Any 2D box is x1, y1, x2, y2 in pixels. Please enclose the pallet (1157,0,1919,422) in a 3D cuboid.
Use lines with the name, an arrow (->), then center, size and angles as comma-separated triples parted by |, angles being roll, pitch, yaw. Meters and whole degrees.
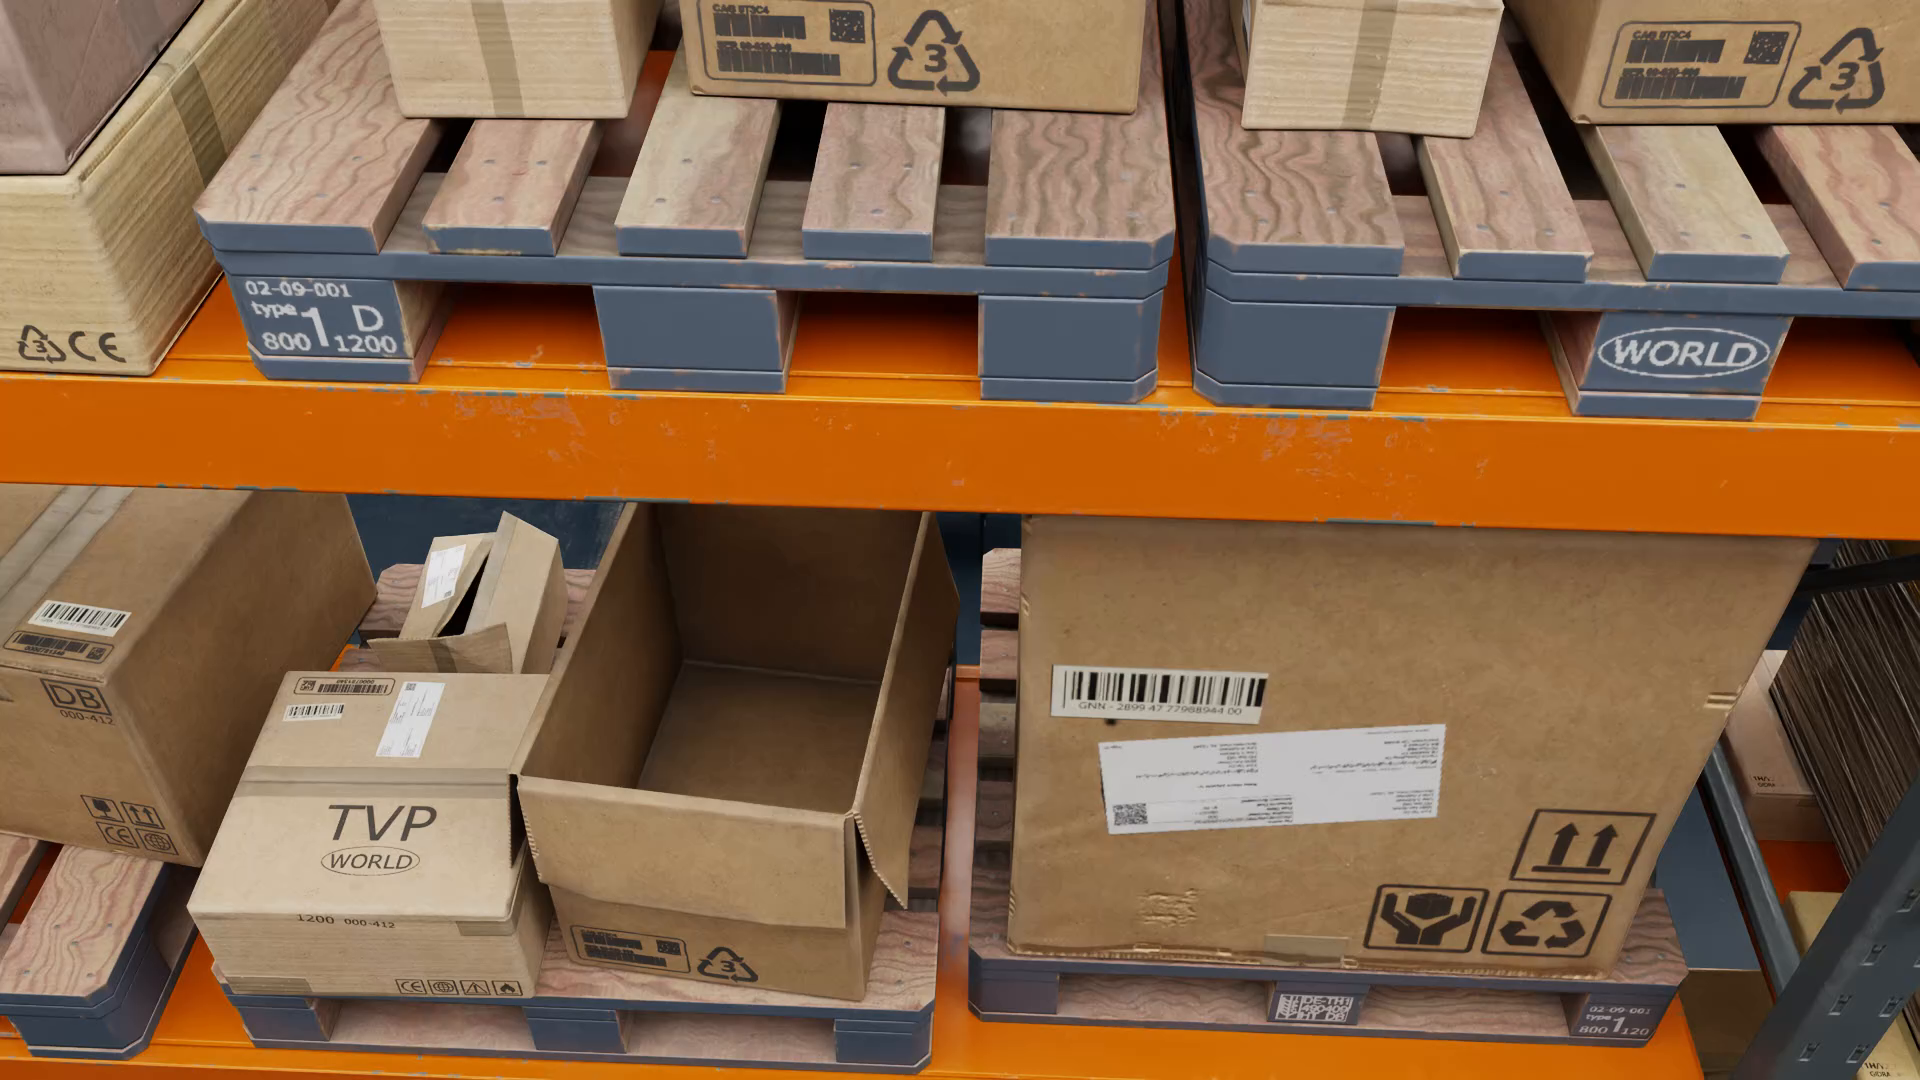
pallet -> 0.778, -0.616, 2.148 | 1.003, 0.211, 1.213 | 2, 43, 2

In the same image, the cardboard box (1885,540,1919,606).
cardboard box -> 1.852, -0.181, 2.718 | 0.500, 0.500, 0.500 | 2, 43, 2

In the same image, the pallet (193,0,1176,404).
pallet -> -0.258, -0.646, 2.180 | 1.003, 0.211, 1.213 | 2, 43, 2

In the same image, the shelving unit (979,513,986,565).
shelving unit -> -0.165, -0.444, 5.346 | 0.503, 1.200, 0.258 | 2, 43, 2

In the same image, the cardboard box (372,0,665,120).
cardboard box -> -0.487, -0.651, 1.911 | 0.250, 0.166, 0.380 | 1, 43, 1

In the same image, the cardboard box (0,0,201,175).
cardboard box -> -1.138, -0.718, 1.679 | 0.500, 0.500, 0.500 | 1, 43, 1

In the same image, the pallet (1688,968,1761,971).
pallet -> 2.063, 1.521, 3.963 | 1.213, 0.211, 1.003 | 2, 43, 2

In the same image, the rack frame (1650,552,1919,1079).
rack frame -> 1.390, 0.504, 3.008 | 0.127, 3.000, 1.000 | 2, 43, 2

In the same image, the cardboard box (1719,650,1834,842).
cardboard box -> 1.618, 0.402, 3.302 | 0.250, 0.149, 0.380 | 2, 43, 2

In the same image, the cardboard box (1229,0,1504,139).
cardboard box -> 0.447, -0.659, 1.846 | 0.258, 0.266, 0.396 | 3, 43, 3

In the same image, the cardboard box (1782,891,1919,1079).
cardboard box -> 1.591, 0.807, 2.867 | 0.250, 0.149, 0.380 | 2, 43, 2

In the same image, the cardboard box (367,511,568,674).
cardboard box -> -0.928, 0.144, 3.185 | 0.258, 0.266, 0.396 | 1, 43, 1

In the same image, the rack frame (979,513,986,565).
rack frame -> 0.078, -0.437, 5.338 | 0.015, 1.200, 0.240 | 2, 43, 2

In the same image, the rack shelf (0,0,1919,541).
rack shelf -> -0.608, -0.392, 2.297 | 4.000, 0.370, 1.077 | 2, 43, 2

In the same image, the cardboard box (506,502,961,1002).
cardboard box -> -0.346, 0.322, 2.820 | 0.637, 0.503, 0.797 | 6, 43, 6

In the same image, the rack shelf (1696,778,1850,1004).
rack shelf -> 3.388, 0.829, 3.188 | 4.000, 0.370, 1.077 | 2, 43, 2

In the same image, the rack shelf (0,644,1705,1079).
rack shelf -> -0.608, 0.706, 3.319 | 4.000, 0.370, 1.077 | 2, 43, 2

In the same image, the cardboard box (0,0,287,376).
cardboard box -> -1.121, -0.448, 1.940 | 0.500, 0.250, 0.500 | 3, 43, 3

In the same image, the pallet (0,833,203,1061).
pallet -> -1.889, 0.401, 3.260 | 1.003, 0.211, 1.213 | 2, 43, 2

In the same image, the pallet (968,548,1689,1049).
pallet -> 0.633, 0.452, 3.205 | 1.213, 0.211, 1.003 | 2, 43, 2

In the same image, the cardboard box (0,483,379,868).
cardboard box -> -1.502, 0.129, 3.029 | 0.500, 0.500, 0.700 | 8, 44, 8

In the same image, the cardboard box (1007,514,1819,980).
cardboard box -> 0.603, 0.011, 2.789 | 1.000, 1.000, 1.000 | 2, 43, 2

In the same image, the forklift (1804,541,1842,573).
forklift -> 2.017, -1.071, 4.749 | 3.031, 2.935, 1.130 | 0, 43, 0

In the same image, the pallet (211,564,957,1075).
pallet -> -0.626, 0.484, 3.170 | 1.213, 0.211, 1.003 | 2, 43, 2

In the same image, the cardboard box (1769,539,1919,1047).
cardboard box -> 1.837, 0.414, 2.813 | 0.500, 0.500, 0.875 | 2, 43, 2

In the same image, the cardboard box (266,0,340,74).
cardboard box -> -1.122, -0.791, 2.307 | 0.500, 0.250, 0.500 | 3, 43, 3

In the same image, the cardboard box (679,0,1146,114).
cardboard box -> -0.016, -0.895, 1.926 | 0.637, 0.503, 0.797 | 3, 43, 4

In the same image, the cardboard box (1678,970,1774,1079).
cardboard box -> 1.788, 1.304, 3.675 | 0.500, 0.500, 0.500 | 1, 43, 1

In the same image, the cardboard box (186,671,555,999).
cardboard box -> -0.942, 0.490, 2.825 | 0.500, 0.250, 0.500 | 1, 43, 1

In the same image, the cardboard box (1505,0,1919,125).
cardboard box -> 0.925, -0.867, 1.895 | 0.637, 0.503, 0.797 | 0, 43, 0
